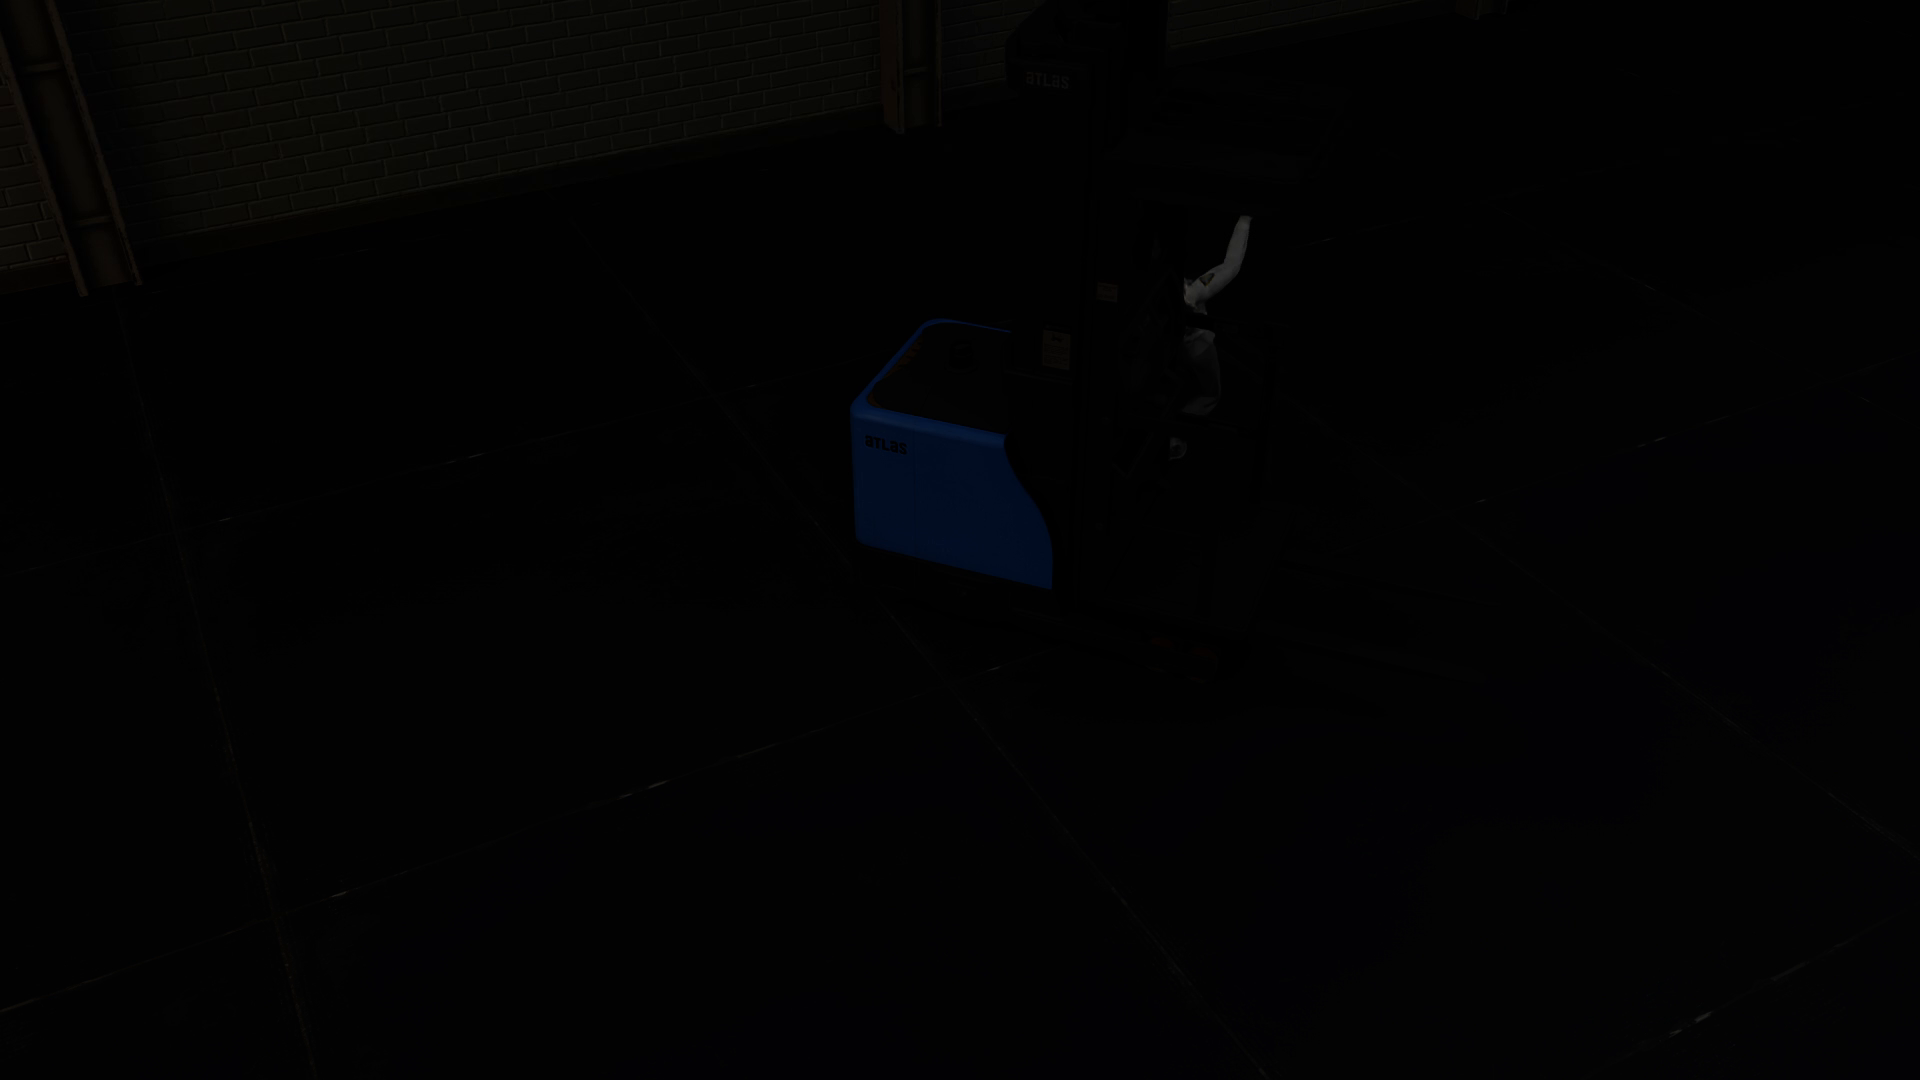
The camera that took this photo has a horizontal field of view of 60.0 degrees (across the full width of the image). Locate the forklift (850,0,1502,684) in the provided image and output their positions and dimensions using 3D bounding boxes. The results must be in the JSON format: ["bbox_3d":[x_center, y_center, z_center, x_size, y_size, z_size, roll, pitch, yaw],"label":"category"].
[{"bbox_3d":[1.041,-0.884,7.373,3.031,2.935,1.130,13,37,18],"label":"forklift"}]

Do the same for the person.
[{"bbox_3d":[1.027,-1.114,8.915,0.881,1.536,0.759,18,39,24],"label":"person"}]
